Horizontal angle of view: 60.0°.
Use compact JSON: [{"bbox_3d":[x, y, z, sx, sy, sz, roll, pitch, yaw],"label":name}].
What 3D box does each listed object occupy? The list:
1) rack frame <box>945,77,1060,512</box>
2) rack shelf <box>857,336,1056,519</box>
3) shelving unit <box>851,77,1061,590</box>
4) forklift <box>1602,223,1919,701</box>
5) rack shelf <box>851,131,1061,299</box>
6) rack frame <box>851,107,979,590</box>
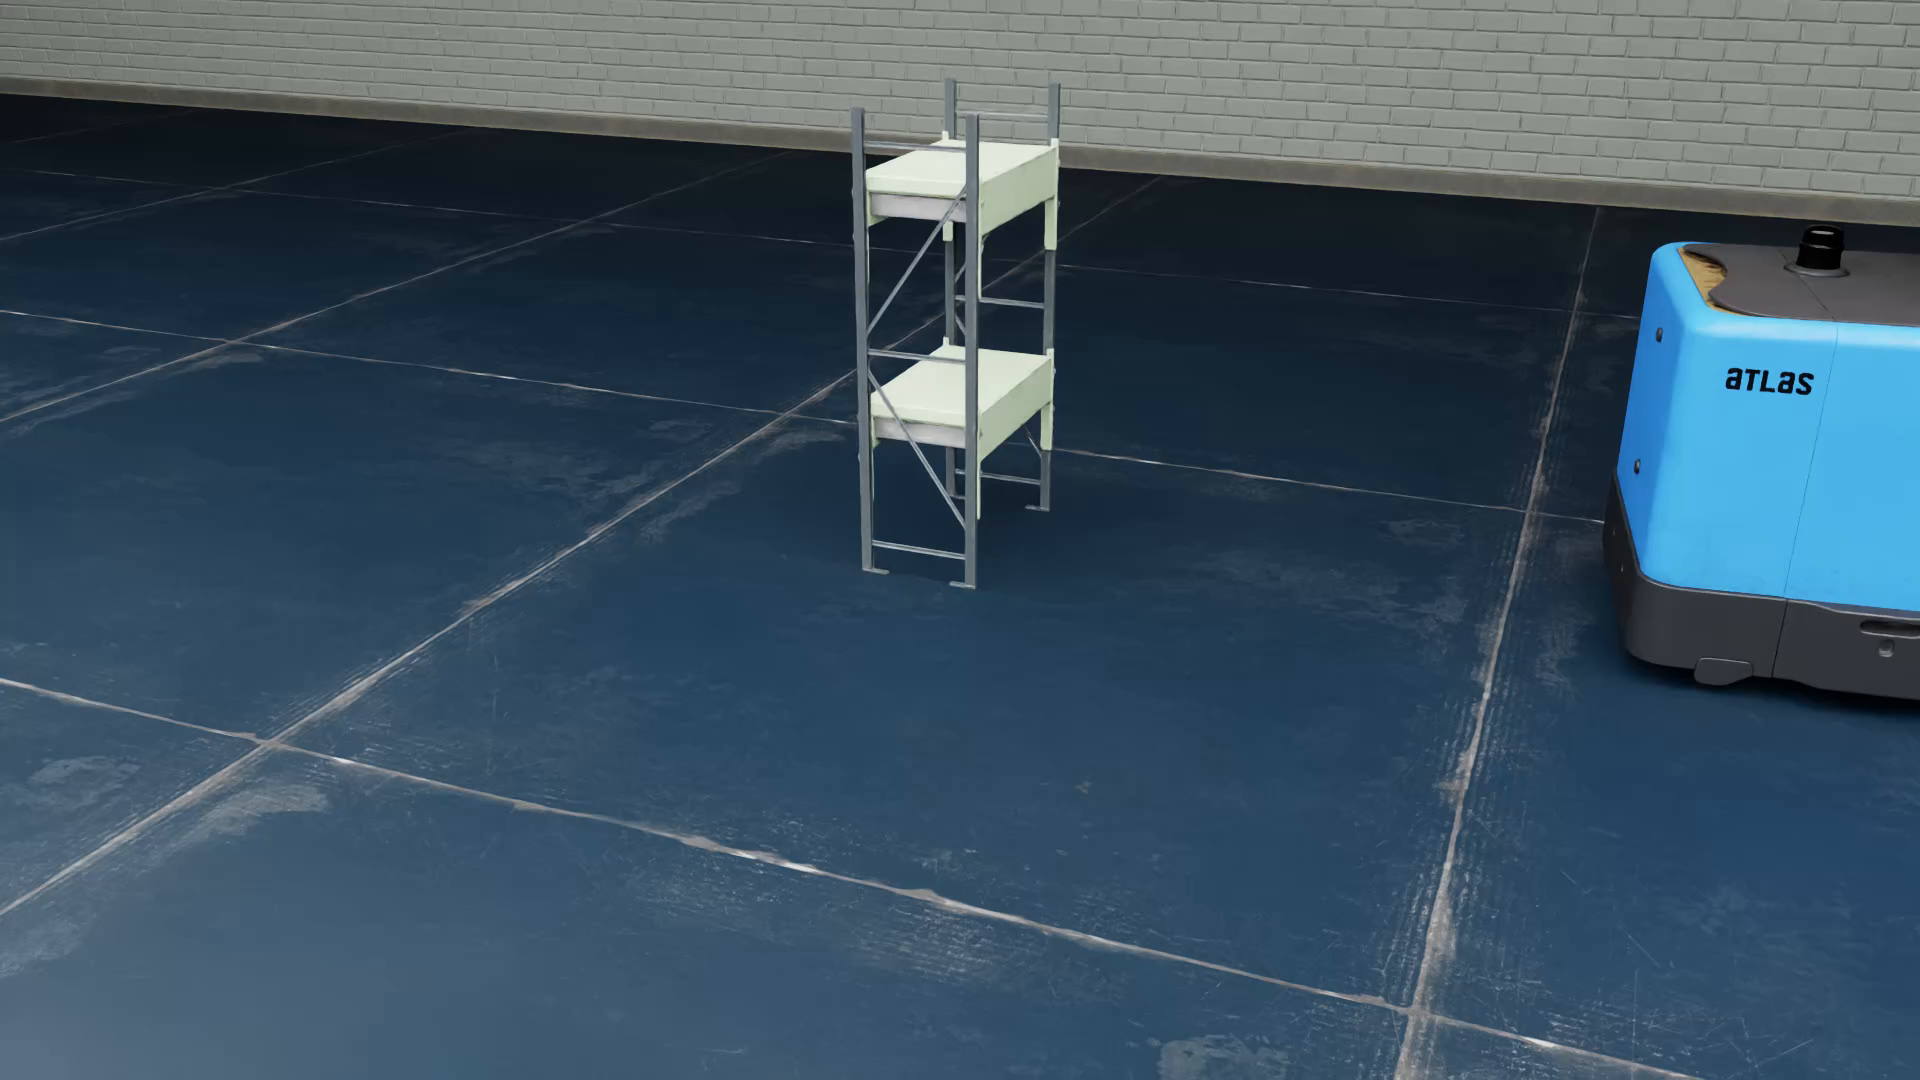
[{"bbox_3d":[0.138,-0.825,5.780,0.400,1.500,0.023,9,24,20],"label":"rack frame"},{"bbox_3d":[0.002,-0.394,5.592,0.431,0.370,0.720,9,24,20],"label":"rack shelf"},{"bbox_3d":[0.002,-0.694,5.467,0.431,1.500,0.755,9,24,20],"label":"shelving unit"},{"bbox_3d":[3.498,-0.978,4.288,3.031,2.935,1.130,6,23,14],"label":"forklift"},{"bbox_3d":[0.002,-1.055,5.316,0.431,0.370,0.720,9,24,20],"label":"rack shelf"},{"bbox_3d":[-0.133,-0.563,5.153,0.400,1.500,0.023,9,24,20],"label":"rack frame"}]
